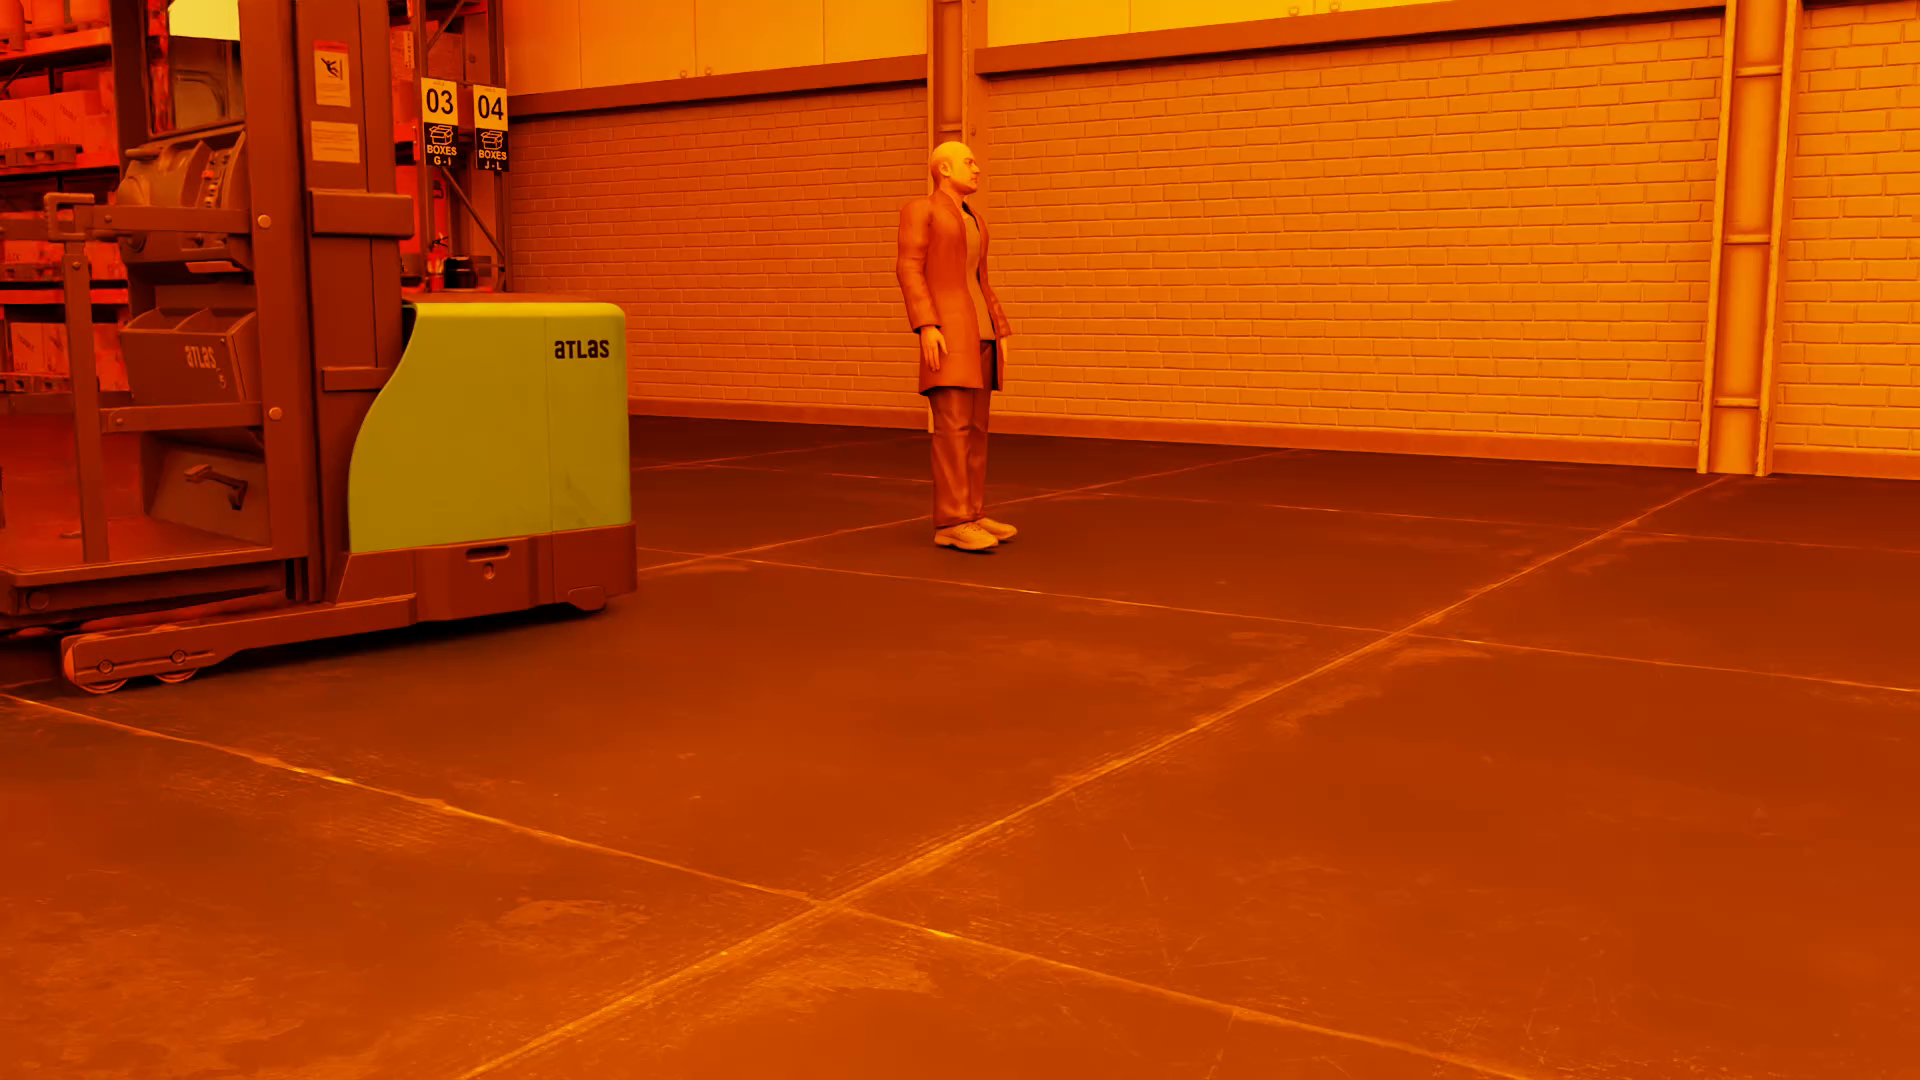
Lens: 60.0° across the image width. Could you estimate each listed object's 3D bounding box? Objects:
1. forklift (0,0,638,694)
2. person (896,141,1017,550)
[{"bbox_3d":[-2.542,-1.106,4.973,3.031,2.935,1.130,-8,11,-44],"label":"forklift"},{"bbox_3d":[0.074,-0.880,7.424,0.579,1.777,0.698,5,10,34],"label":"person"}]
